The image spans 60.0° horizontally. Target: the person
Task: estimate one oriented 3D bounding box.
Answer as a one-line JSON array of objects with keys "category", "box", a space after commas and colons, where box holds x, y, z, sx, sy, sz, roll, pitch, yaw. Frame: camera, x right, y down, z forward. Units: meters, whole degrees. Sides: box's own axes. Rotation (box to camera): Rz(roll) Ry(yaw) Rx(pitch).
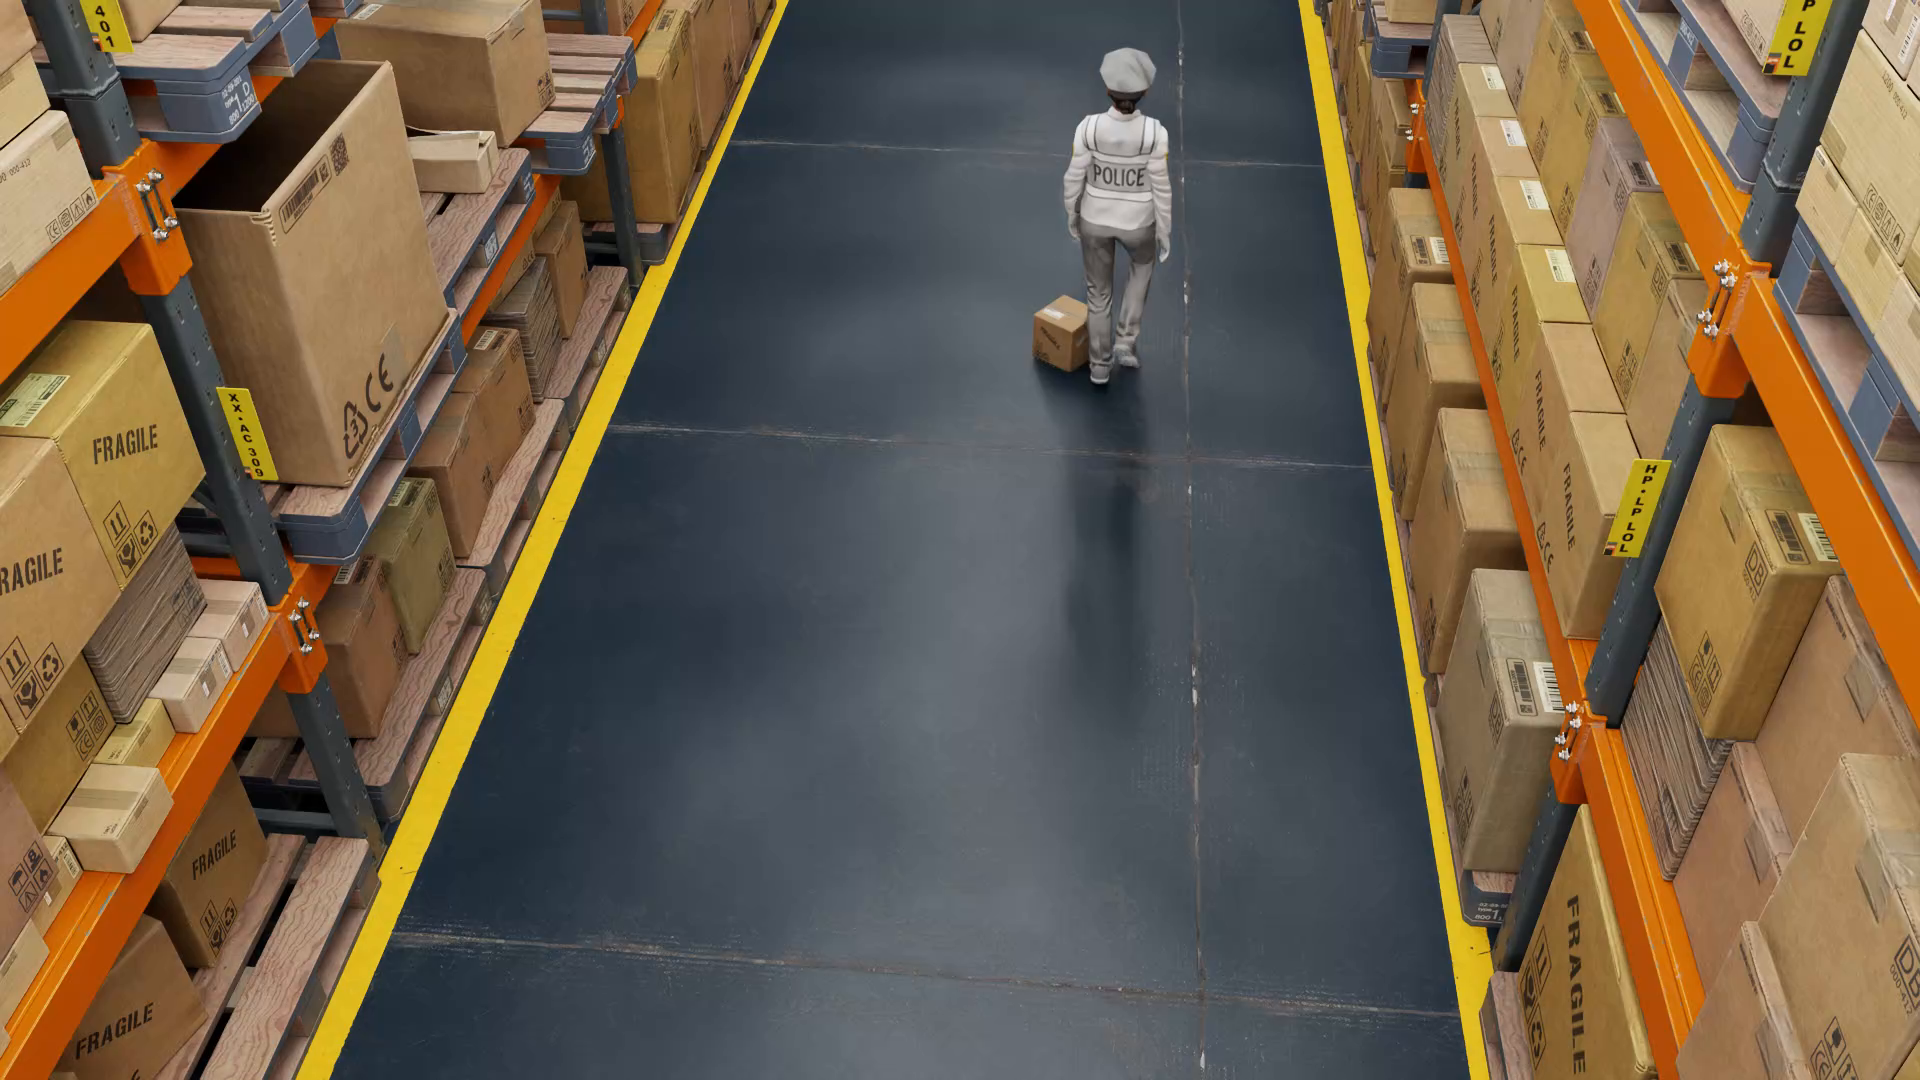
[{"category": "person", "box": [0.747, -1.528, 7.917, 0.523, 1.716, 0.446, 4, 41, 5]}]
